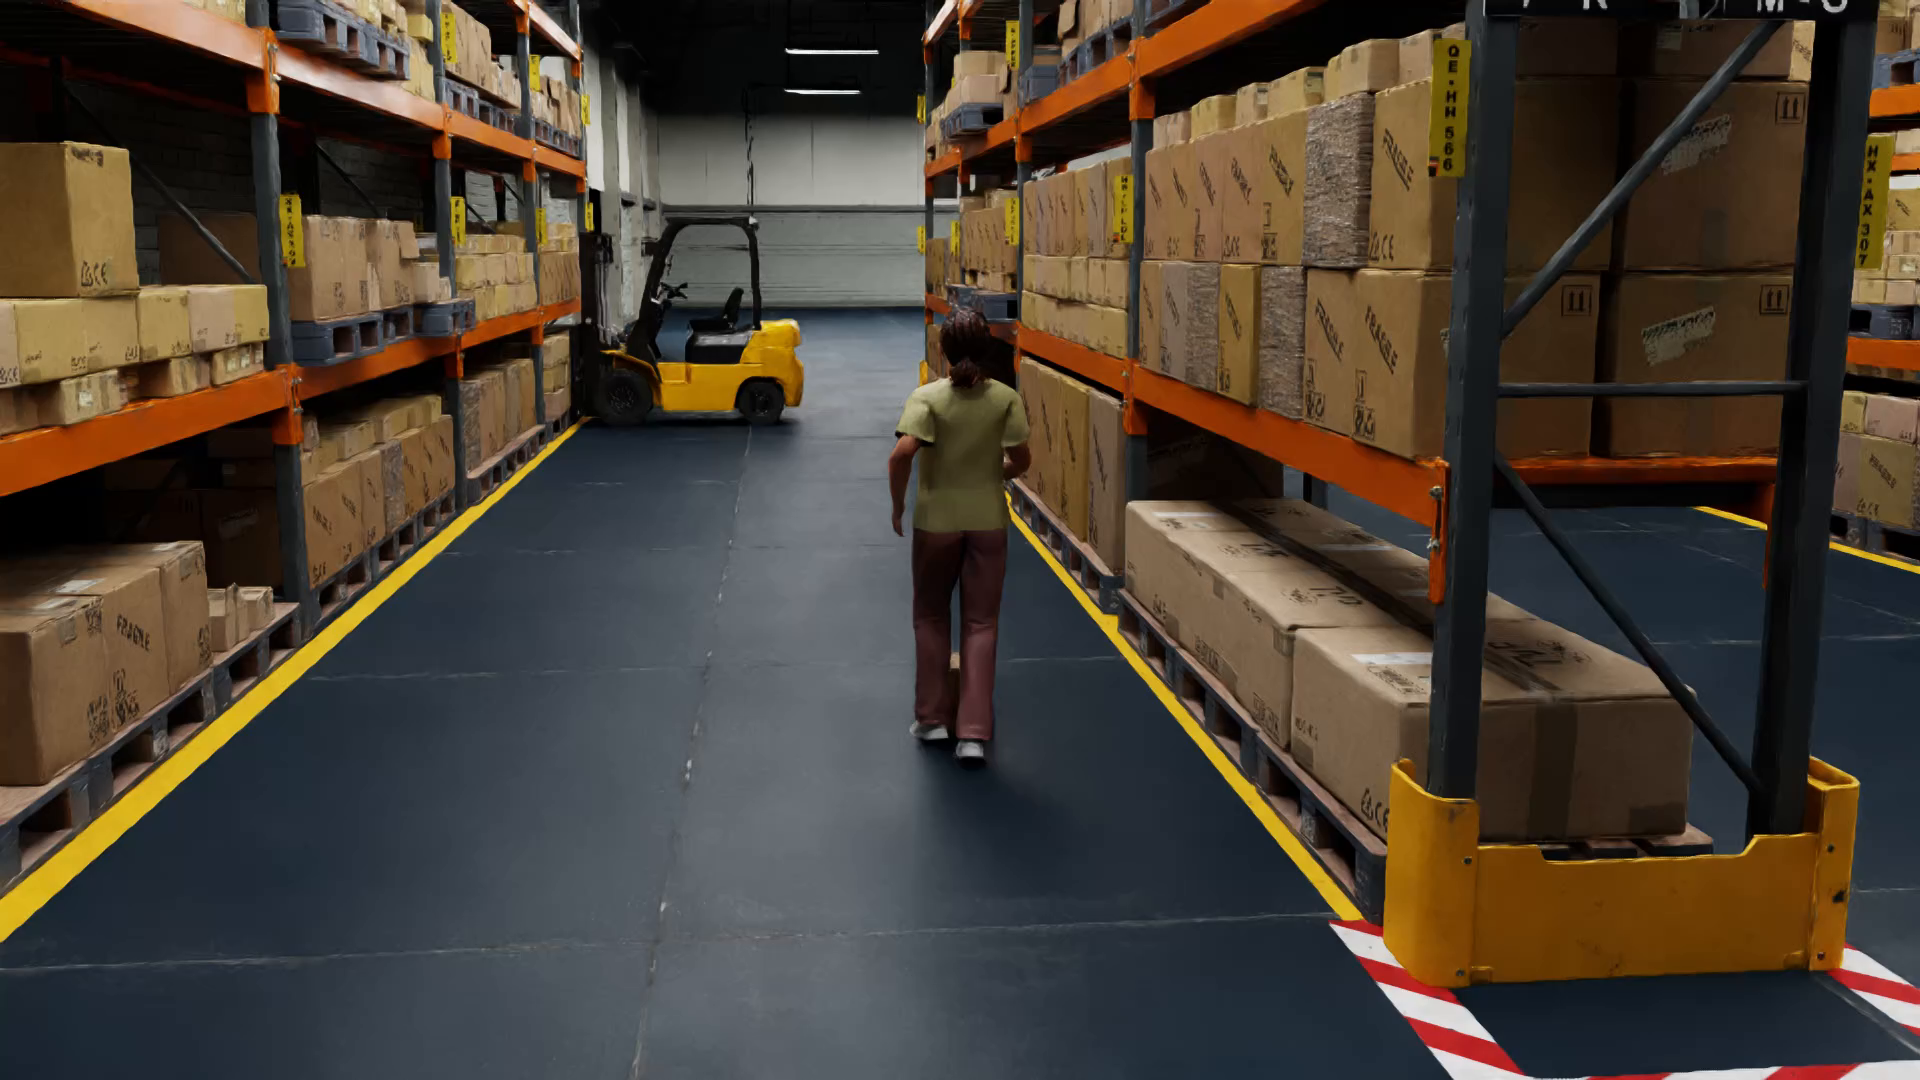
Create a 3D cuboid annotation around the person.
[{"bbox_3d":[-0.008,-0.019,6.142,0.532,1.686,0.603,-1,10,-5],"label":"person"}]
